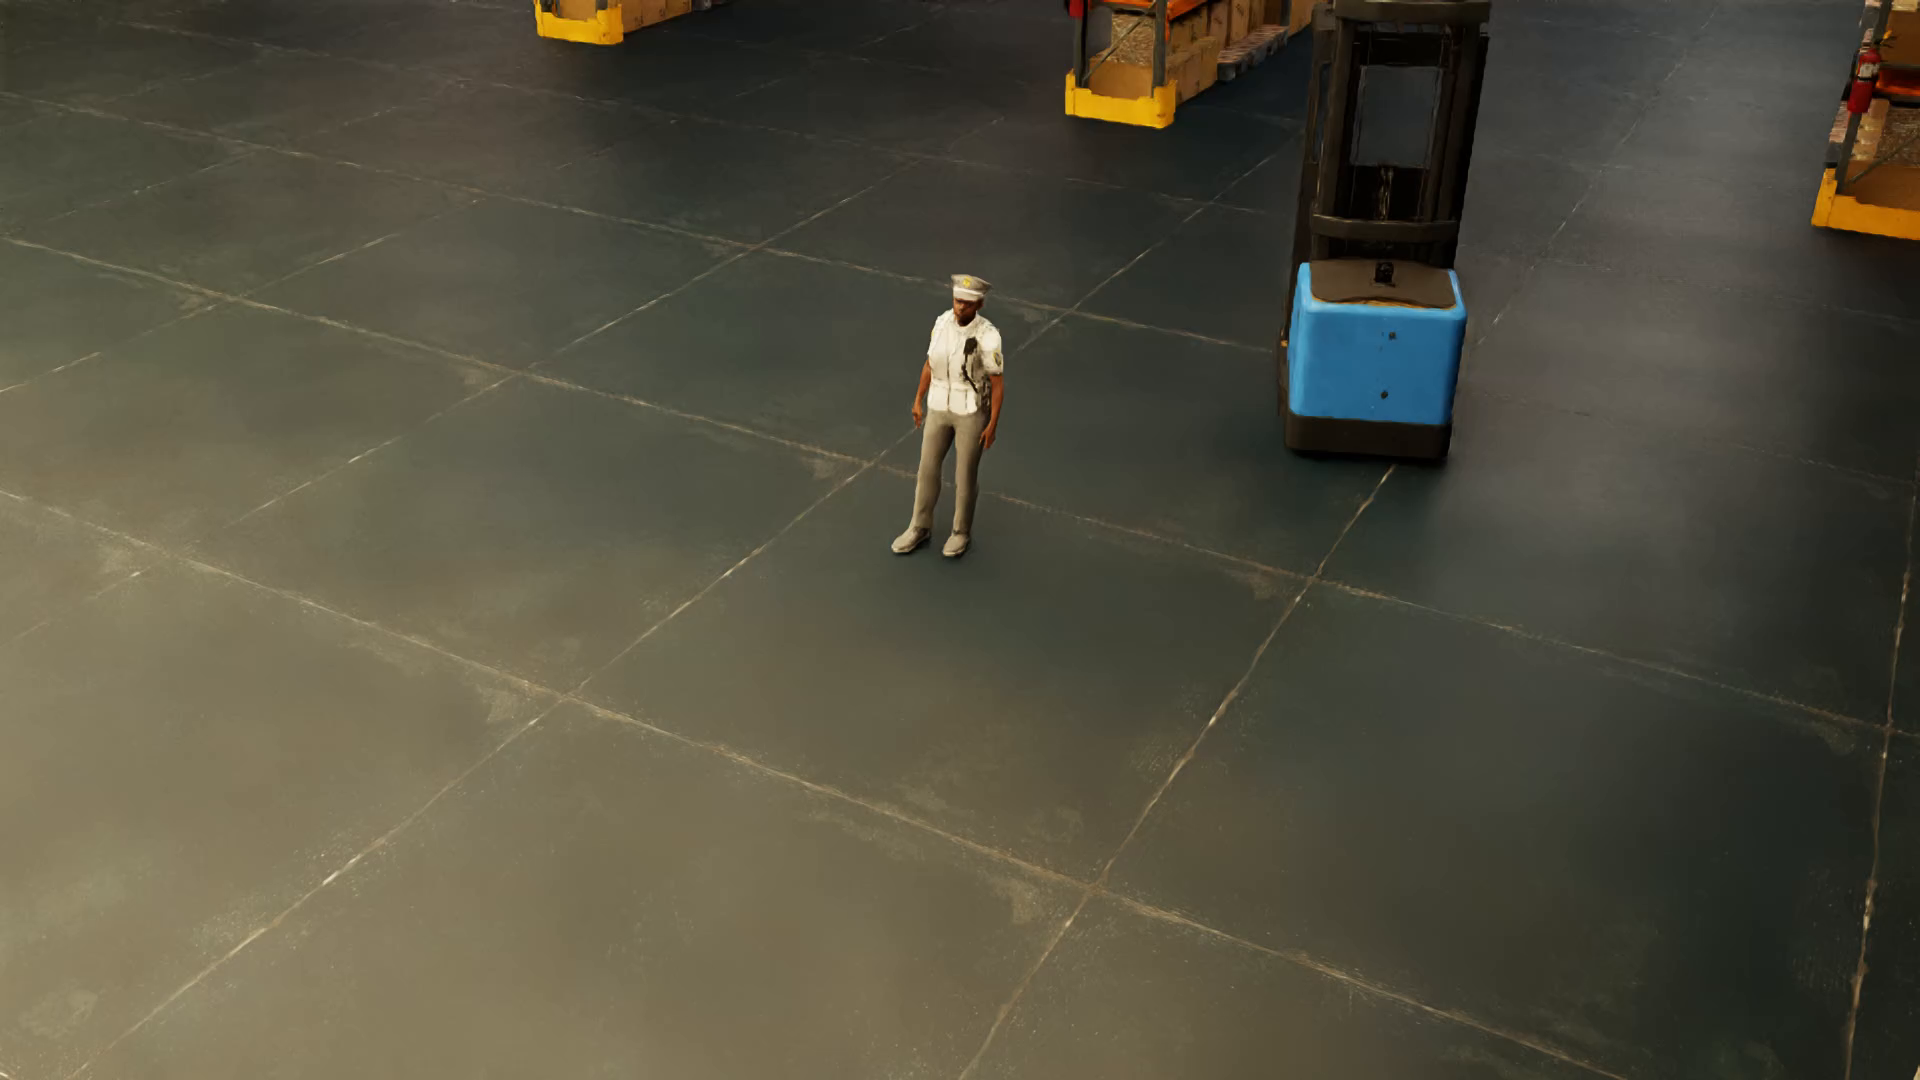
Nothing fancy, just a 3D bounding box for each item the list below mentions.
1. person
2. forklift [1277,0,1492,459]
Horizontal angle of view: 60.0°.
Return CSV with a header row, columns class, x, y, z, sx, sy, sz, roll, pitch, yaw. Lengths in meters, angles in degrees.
class,x,y,z,sx,sy,sz,roll,pitch,yaw
person,-0.053,-0.713,9.527,0.570,1.695,0.529,15,33,25
forklift,2.882,-2.514,11.427,1.130,2.935,3.031,4,30,8
